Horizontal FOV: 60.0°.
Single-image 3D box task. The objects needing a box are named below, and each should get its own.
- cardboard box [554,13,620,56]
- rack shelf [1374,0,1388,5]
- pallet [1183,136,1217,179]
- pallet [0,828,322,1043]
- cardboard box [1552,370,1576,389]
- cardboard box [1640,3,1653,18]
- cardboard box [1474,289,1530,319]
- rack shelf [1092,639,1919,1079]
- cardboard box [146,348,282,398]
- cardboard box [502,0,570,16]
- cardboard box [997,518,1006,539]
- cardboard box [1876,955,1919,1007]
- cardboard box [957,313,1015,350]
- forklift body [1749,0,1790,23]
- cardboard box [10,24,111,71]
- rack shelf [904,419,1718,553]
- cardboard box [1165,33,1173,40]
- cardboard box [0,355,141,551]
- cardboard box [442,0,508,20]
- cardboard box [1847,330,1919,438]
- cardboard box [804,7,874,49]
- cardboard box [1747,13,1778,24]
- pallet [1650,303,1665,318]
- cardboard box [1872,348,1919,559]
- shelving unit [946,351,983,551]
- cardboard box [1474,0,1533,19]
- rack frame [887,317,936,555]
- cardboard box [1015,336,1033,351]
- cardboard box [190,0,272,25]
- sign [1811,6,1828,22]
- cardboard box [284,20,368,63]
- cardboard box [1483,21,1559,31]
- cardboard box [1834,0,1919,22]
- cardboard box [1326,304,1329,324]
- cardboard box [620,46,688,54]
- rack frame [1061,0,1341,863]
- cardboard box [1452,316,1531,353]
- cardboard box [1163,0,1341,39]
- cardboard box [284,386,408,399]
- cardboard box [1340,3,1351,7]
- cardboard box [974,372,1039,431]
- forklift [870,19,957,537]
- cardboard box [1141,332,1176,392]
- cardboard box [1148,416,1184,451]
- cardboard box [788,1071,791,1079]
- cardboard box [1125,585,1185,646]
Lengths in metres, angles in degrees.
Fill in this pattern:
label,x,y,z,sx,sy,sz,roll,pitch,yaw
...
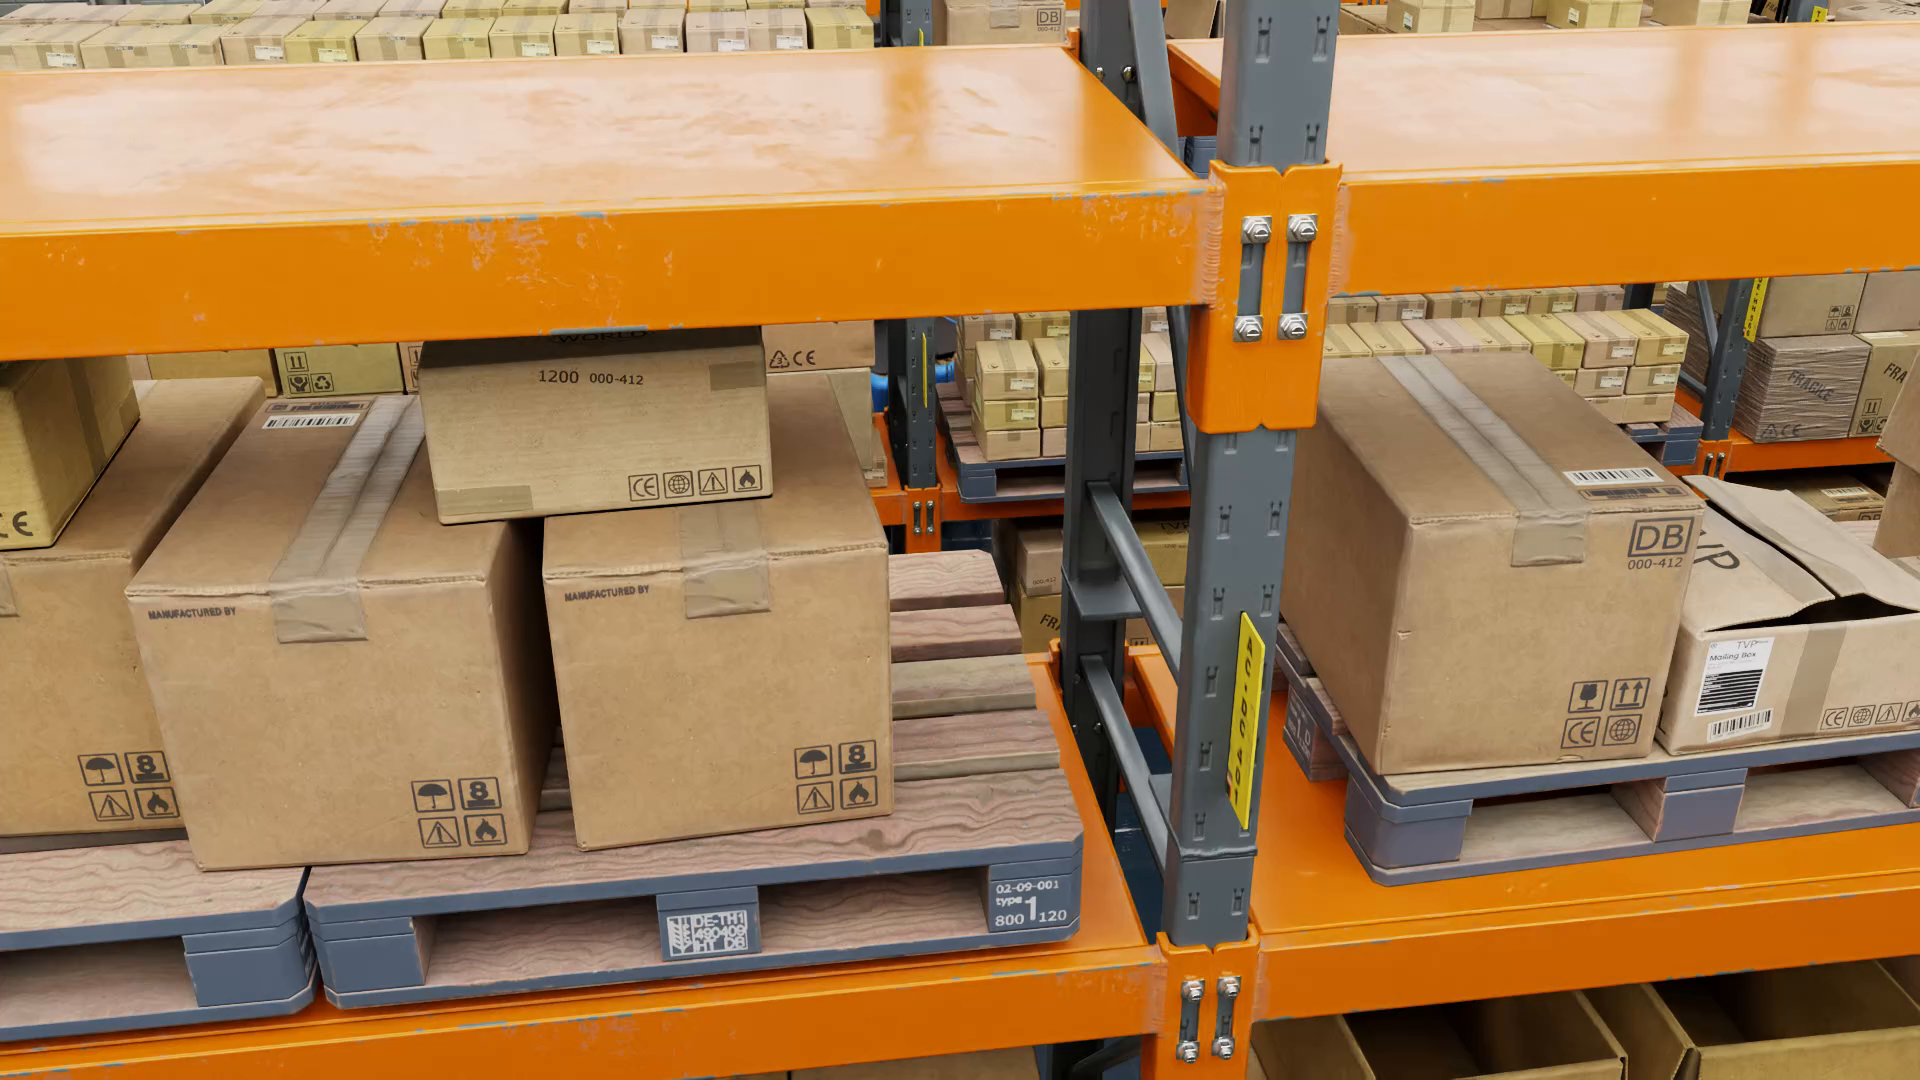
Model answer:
label,x,y,z,sx,sy,sz,roll,pitch,yaw
cardboard box,-1.546,-2.080,6.913,0.250,0.149,0.380,-5,28,-9
rack shelf,4.909,-4.254,12.756,4.000,0.370,1.077,-4,27,-7
pallet,1.410,-1.936,7.657,1.003,0.211,1.213,-4,27,-7
pallet,-1.669,0.451,2.897,1.213,0.211,1.003,-4,27,-7
cardboard box,2.768,-0.815,8.042,0.250,0.149,0.380,-3,27,-6
cardboard box,3.115,-2.344,8.136,0.500,0.500,0.500,-4,27,-7
cardboard box,2.724,-1.247,8.557,0.250,0.149,0.380,-4,27,-7
rack shelf,2.328,0.481,3.529,4.000,0.370,1.077,-4,27,-7
cardboard box,-3.224,-0.937,7.260,0.500,0.500,0.500,-3,27,-6
cardboard box,-1.873,-2.323,7.385,0.250,0.149,0.380,-2,27,-5
cardboard box,0.459,-0.196,8.803,0.500,0.250,0.500,-4,27,-8
cardboard box,2.274,1.002,3.802,0.637,0.503,0.797,-3,27,-5
cardboard box,0.127,-1.080,8.232,0.250,0.149,0.380,-2,27,-5
forklift body,8.531,-4.541,16.745,1.214,2.155,2.313,-4,27,-7
cardboard box,-3.597,-1.965,6.688,0.250,0.149,0.380,-3,27,-5
rack shelf,1.737,-0.433,8.597,4.000,0.370,1.077,-4,27,-7
cardboard box,1.401,-3.618,12.812,0.500,0.500,0.500,-3,27,-6
cardboard box,-1.612,-0.191,2.550,0.500,0.250,0.500,-5,28,-9
cardboard box,-2.131,-2.300,7.341,0.250,0.149,0.380,-4,28,-9
cardboard box,4.703,-0.865,8.541,0.500,0.500,0.500,-4,27,-8
cardboard box,-0.515,-2.150,7.049,0.250,0.149,0.380,-5,28,-9
cardboard box,6.374,-4.148,13.443,0.250,0.149,0.380,-4,27,-7
pallet,6.118,-2.075,14.064,1.213,0.211,1.003,-4,27,-7
cardboard box,2.289,-0.060,3.222,0.637,0.503,0.797,-4,27,-8
shelving unit,0.028,-0.528,9.964,0.189,1.200,0.258,-4,27,-8
cardboard box,2.521,-2.632,7.860,0.258,0.266,0.396,-4,27,-7
rack frame,-0.243,-0.626,8.184,0.127,3.000,1.000,-4,27,-7
cardboard box,0.384,-0.965,8.335,0.250,0.149,0.380,-3,27,-7
cardboard box,-3.157,-2.247,7.238,0.250,0.149,0.380,-3,27,-6
sign,3.791,-2.200,7.399,0.005,0.325,0.100,-4,27,-7
cardboard box,-2.562,-2.002,6.761,0.250,0.149,0.380,-3,27,-6
cardboard box,2.694,-2.071,7.605,0.500,0.500,0.500,-4,27,-7
cardboard box,4.465,-2.353,7.793,0.500,0.311,0.500,-4,27,-7
cardboard box,1.684,-1.180,8.427,0.250,0.149,0.380,-4,27,-8
cardboard box,-1.182,-1.944,7.084,0.500,0.250,0.500,-5,28,-9
rack frame,0.348,-1.047,2.432,0.127,3.000,1.000,-4,27,-7
cardboard box,2.524,-0.932,7.943,0.250,0.149,0.380,-3,27,-6
cardboard box,1.305,-2.232,7.456,0.637,0.503,0.797,-4,27,-8
cardboard box,-2.708,-0.523,7.549,0.500,0.500,0.500,-3,27,-6
cardboard box,3.723,-5.485,17.272,0.500,0.250,0.500,-4,27,-8
cardboard box,0.211,-0.651,7.722,0.250,0.149,0.380,-3,27,-6
forklift,-0.913,-1.939,10.818,1.130,2.935,3.031,-18,32,-31
cardboard box,0.988,-0.833,7.752,0.250,0.149,0.380,-4,27,-8
cardboard box,0.982,-0.568,7.887,0.250,0.149,0.380,-3,27,-7
cardboard box,-0.162,1.138,3.763,0.500,0.500,0.500,-4,27,-7
cardboard box,1.049,0.338,8.584,0.500,0.500,0.500,-2,27,-5
